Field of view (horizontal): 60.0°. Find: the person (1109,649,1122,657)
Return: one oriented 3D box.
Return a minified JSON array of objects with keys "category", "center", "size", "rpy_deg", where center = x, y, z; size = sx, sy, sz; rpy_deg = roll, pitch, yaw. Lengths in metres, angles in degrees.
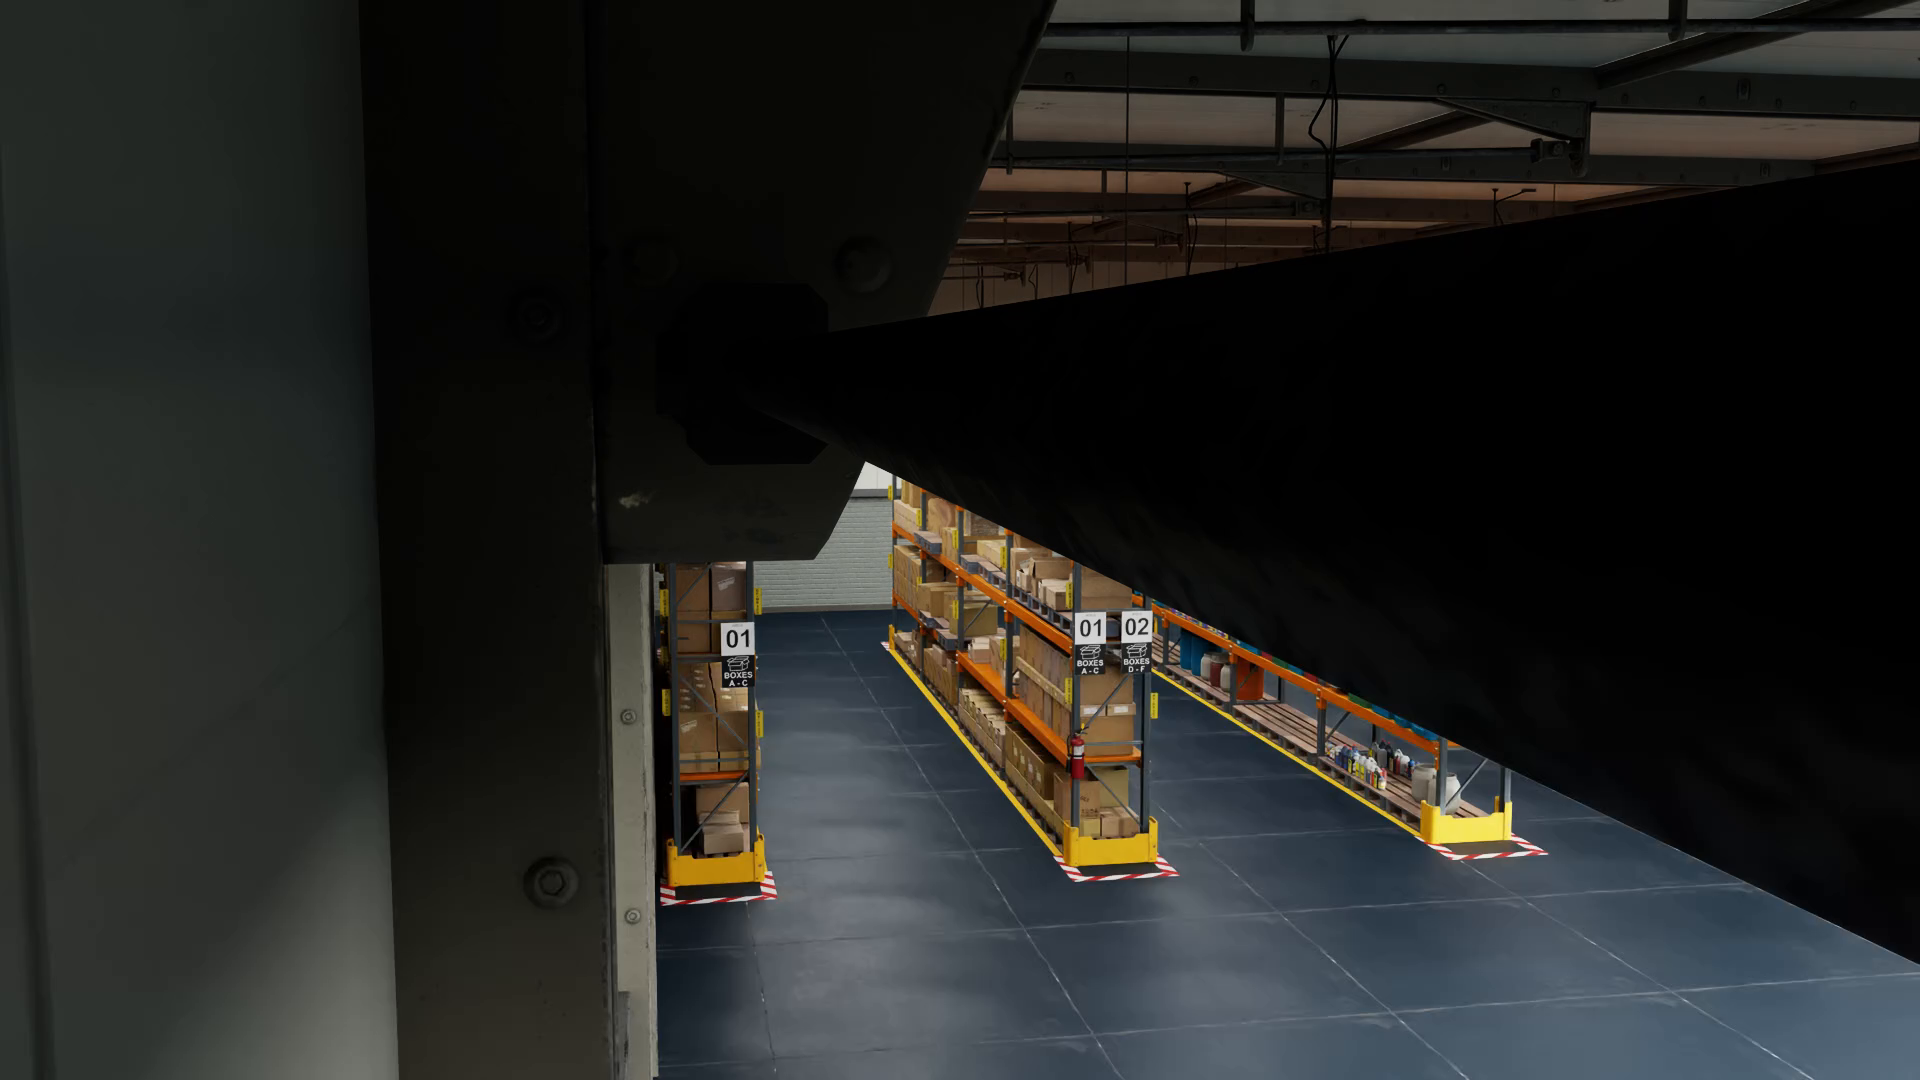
[{"category":"person","center":[3.128,1.872,33.113],"size":[0.573,1.787,0.551],"rpy_deg":[-1,6,-12]}]
